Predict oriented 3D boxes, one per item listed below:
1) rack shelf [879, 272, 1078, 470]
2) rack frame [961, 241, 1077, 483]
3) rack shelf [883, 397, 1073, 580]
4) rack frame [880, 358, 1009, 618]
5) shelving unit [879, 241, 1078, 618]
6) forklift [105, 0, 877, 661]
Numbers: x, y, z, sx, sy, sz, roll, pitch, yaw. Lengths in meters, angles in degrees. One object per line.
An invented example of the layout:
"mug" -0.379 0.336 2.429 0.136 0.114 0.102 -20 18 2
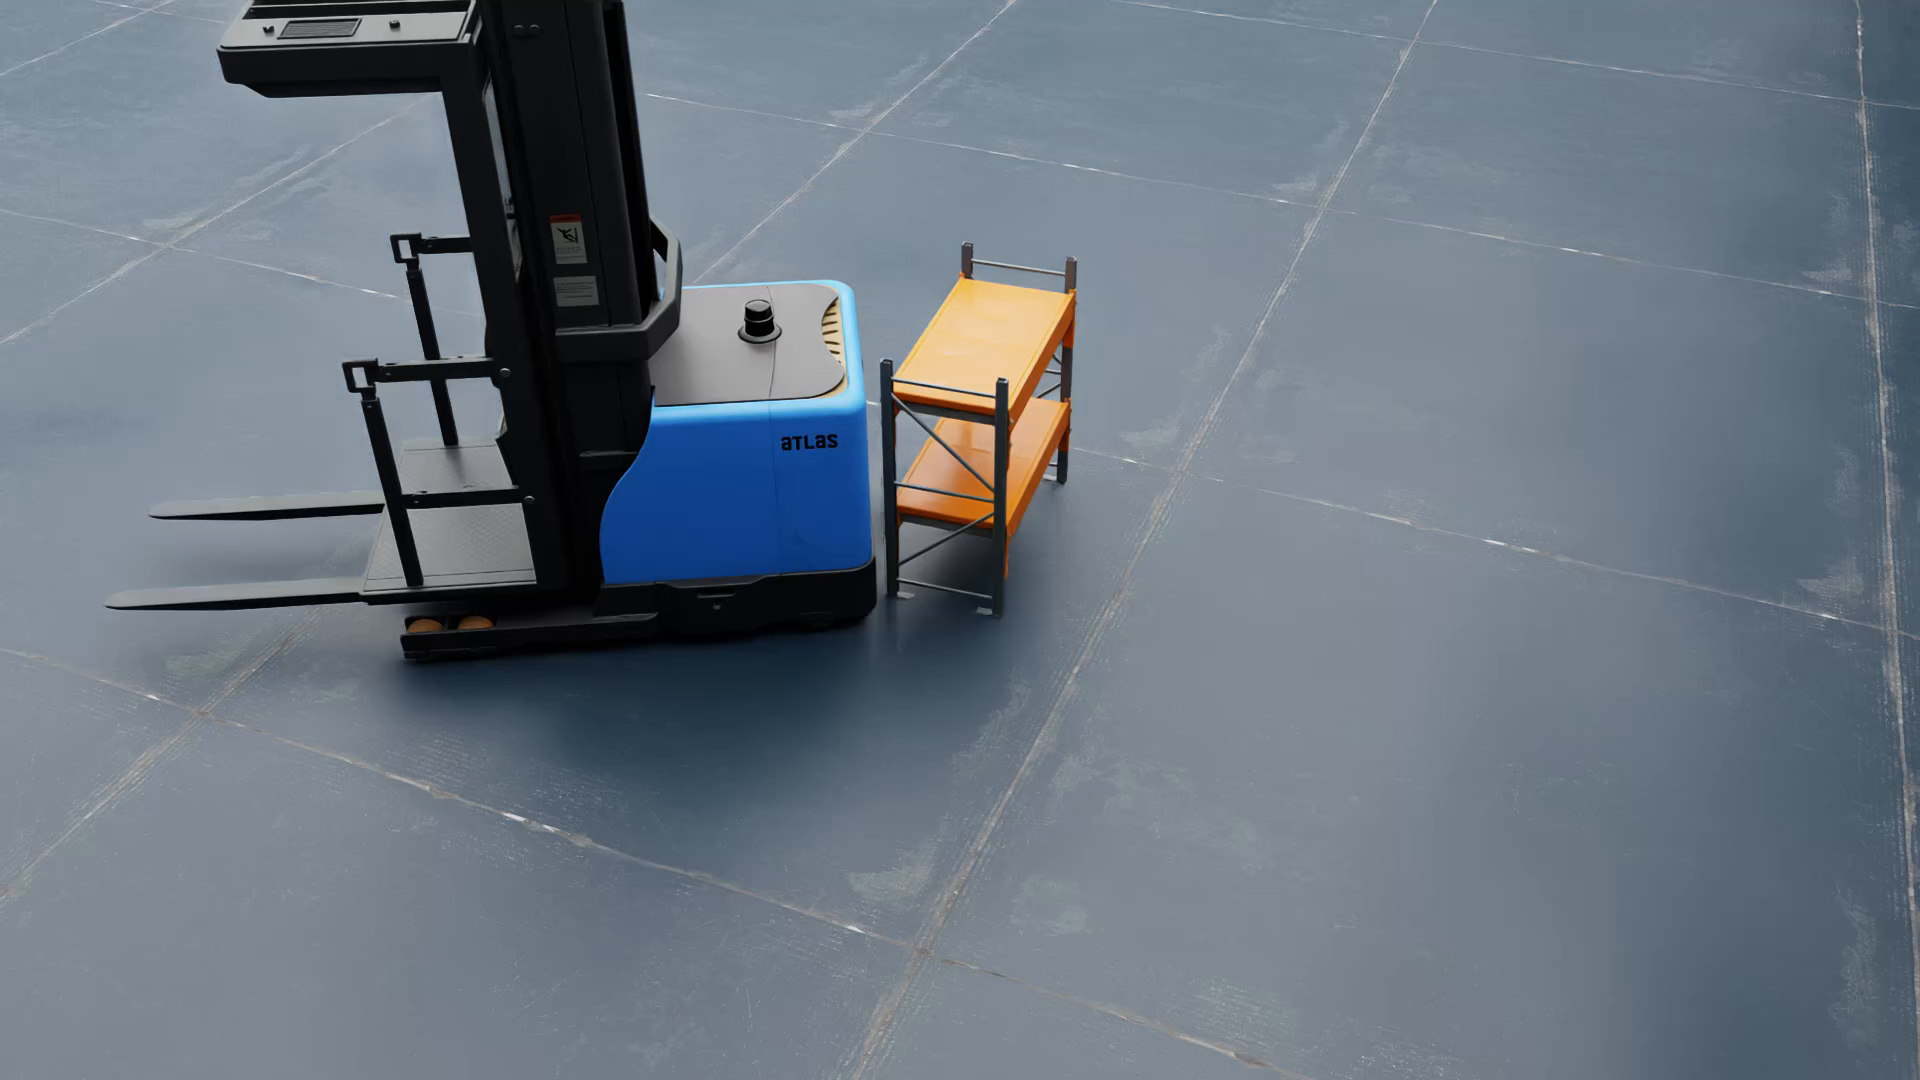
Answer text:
"rack shelf" 0.094 -0.710 6.771 0.538 0.278 1.000 11 38 14
"rack frame" 0.248 -0.765 7.334 0.500 1.125 0.032 11 38 14
"rack shelf" 0.094 -0.279 7.093 0.538 0.278 1.000 11 38 14
"rack frame" -0.061 -0.185 6.558 0.500 1.125 0.032 11 38 14
"shelving unit" 0.094 -0.475 6.946 0.538 1.125 1.048 11 38 14
"forklift" -1.890 -1.028 6.177 3.031 2.935 1.130 -4 37 -5
